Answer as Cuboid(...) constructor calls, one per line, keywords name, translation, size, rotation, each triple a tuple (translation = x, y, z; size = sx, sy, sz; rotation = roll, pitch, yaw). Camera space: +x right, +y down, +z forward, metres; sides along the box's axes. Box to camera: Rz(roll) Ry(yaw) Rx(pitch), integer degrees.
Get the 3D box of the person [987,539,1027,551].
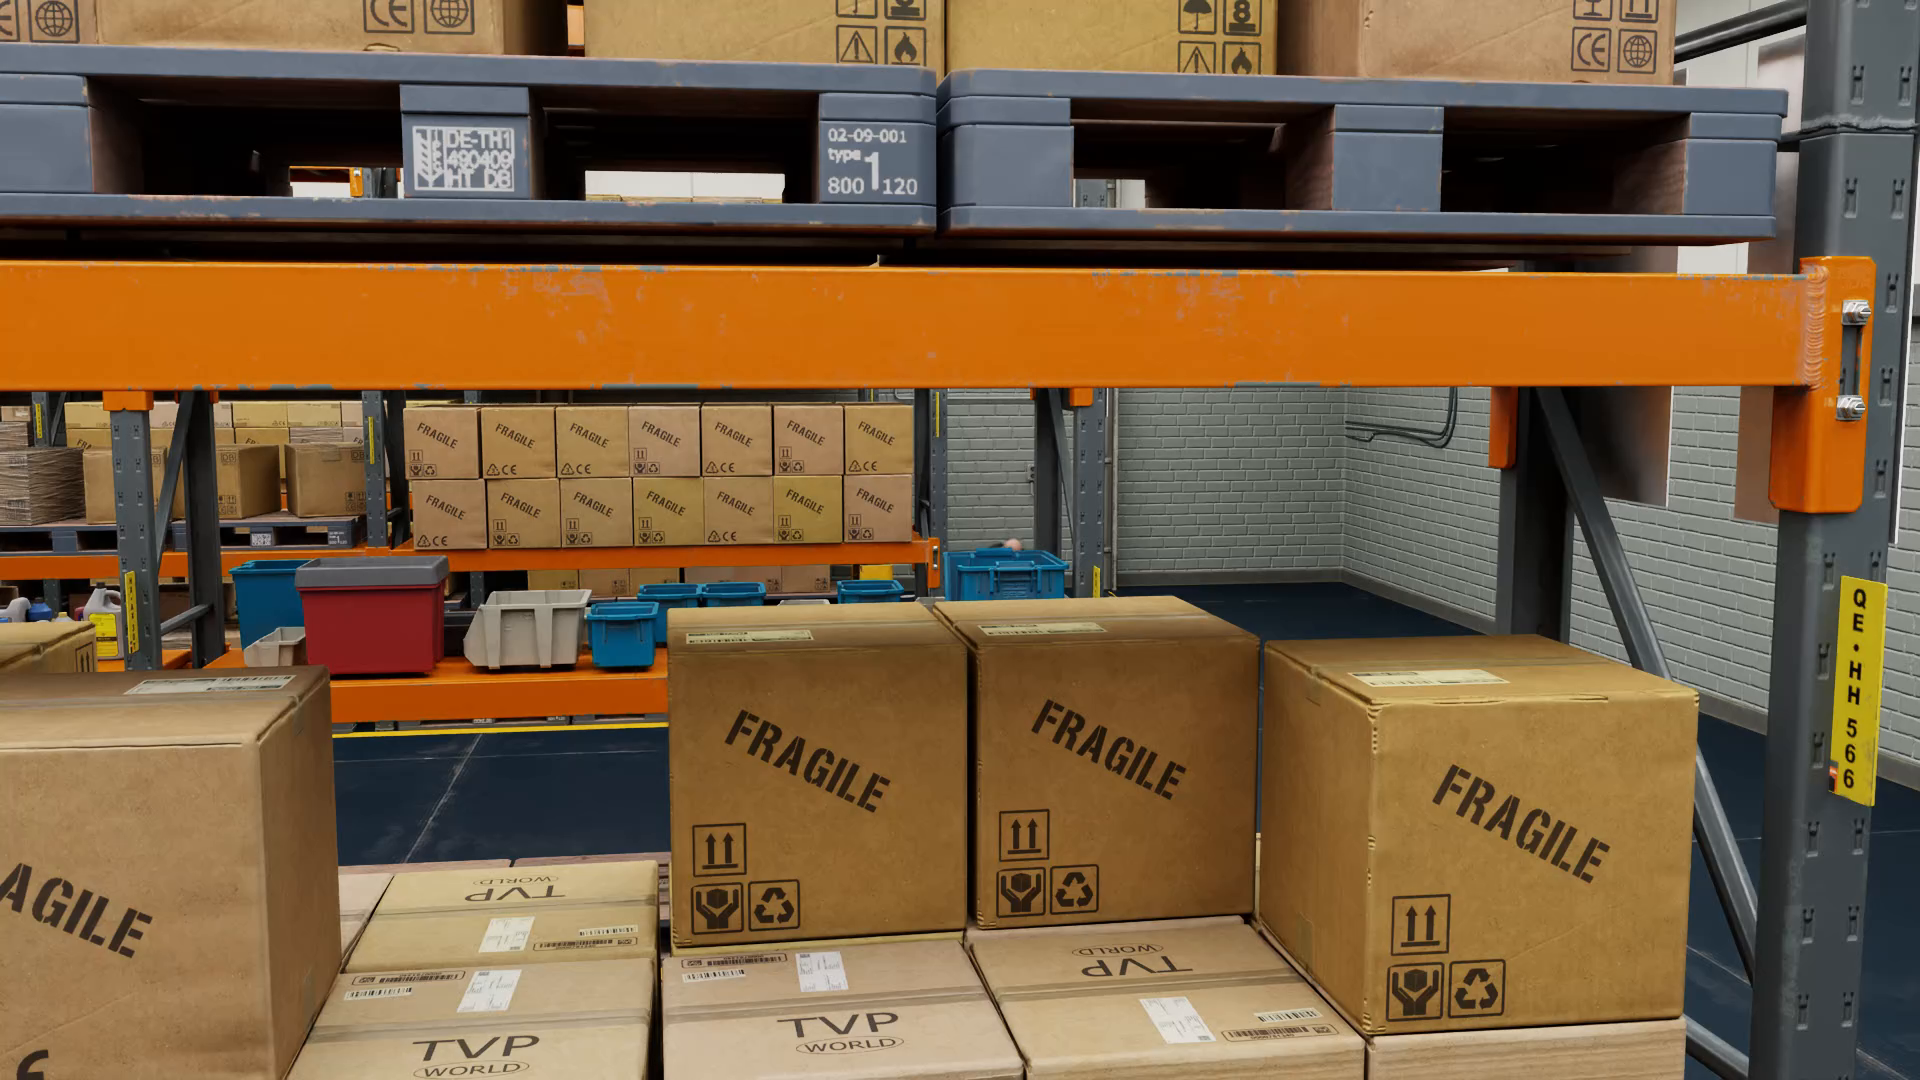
Cuboid(name="person", translation=(0.400, 0.442, 15.863), size=(0.513, 0.959, 0.876), rotation=(-1, 7, -10))
